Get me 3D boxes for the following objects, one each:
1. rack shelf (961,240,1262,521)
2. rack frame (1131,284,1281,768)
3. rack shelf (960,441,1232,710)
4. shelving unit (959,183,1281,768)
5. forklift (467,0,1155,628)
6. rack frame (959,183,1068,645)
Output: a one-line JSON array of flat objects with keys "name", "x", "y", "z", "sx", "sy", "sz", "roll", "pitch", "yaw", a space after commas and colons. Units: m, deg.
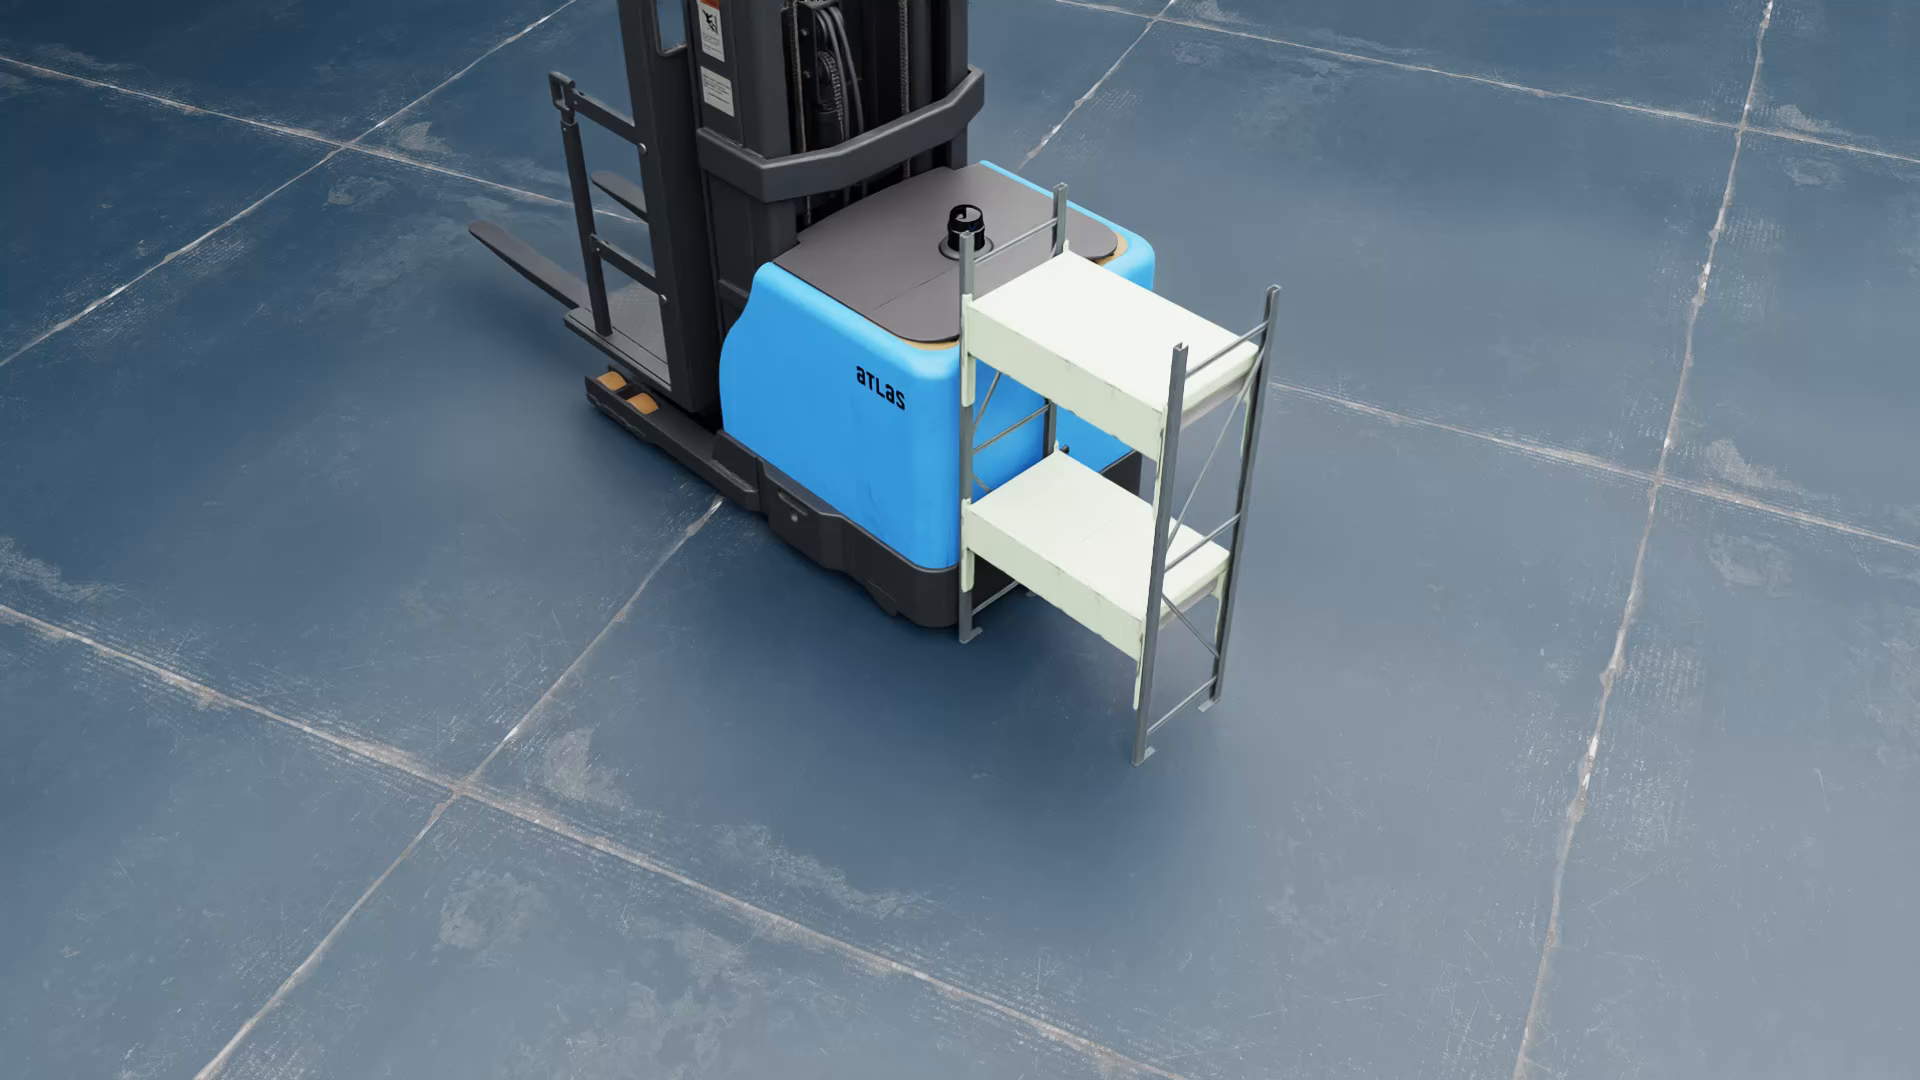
[{"name": "rack shelf", "x": 0.405, "y": -0.450, "z": 4.528, "sx": 0.431, "sy": 0.370, "sz": 0.720, "roll": -33, "pitch": 51, "yaw": -32}, {"name": "rack frame", "x": 0.662, "y": 0.016, "z": 4.586, "sx": 0.400, "sy": 1.500, "sz": 0.023, "roll": -33, "pitch": 51, "yaw": -32}, {"name": "rack shelf", "x": 0.405, "y": 0.092, "z": 4.997, "sx": 0.431, "sy": 0.370, "sz": 0.720, "roll": -33, "pitch": 51, "yaw": -32}, {"name": "shelving unit", "x": 0.405, "y": -0.155, "z": 4.783, "sx": 0.431, "sy": 1.500, "sz": 0.755, "roll": -33, "pitch": 51, "yaw": -32}, {"name": "forklift", "x": -0.759, "y": -1.694, "z": 5.466, "sx": 1.130, "sy": 2.935, "sz": 3.031, "roll": -32, "pitch": 50, "yaw": -32}, {"name": "rack frame", "x": 0.148, "y": -0.325, "z": 4.980, "sx": 0.400, "sy": 1.500, "sz": 0.023, "roll": -33, "pitch": 51, "yaw": -32}]
